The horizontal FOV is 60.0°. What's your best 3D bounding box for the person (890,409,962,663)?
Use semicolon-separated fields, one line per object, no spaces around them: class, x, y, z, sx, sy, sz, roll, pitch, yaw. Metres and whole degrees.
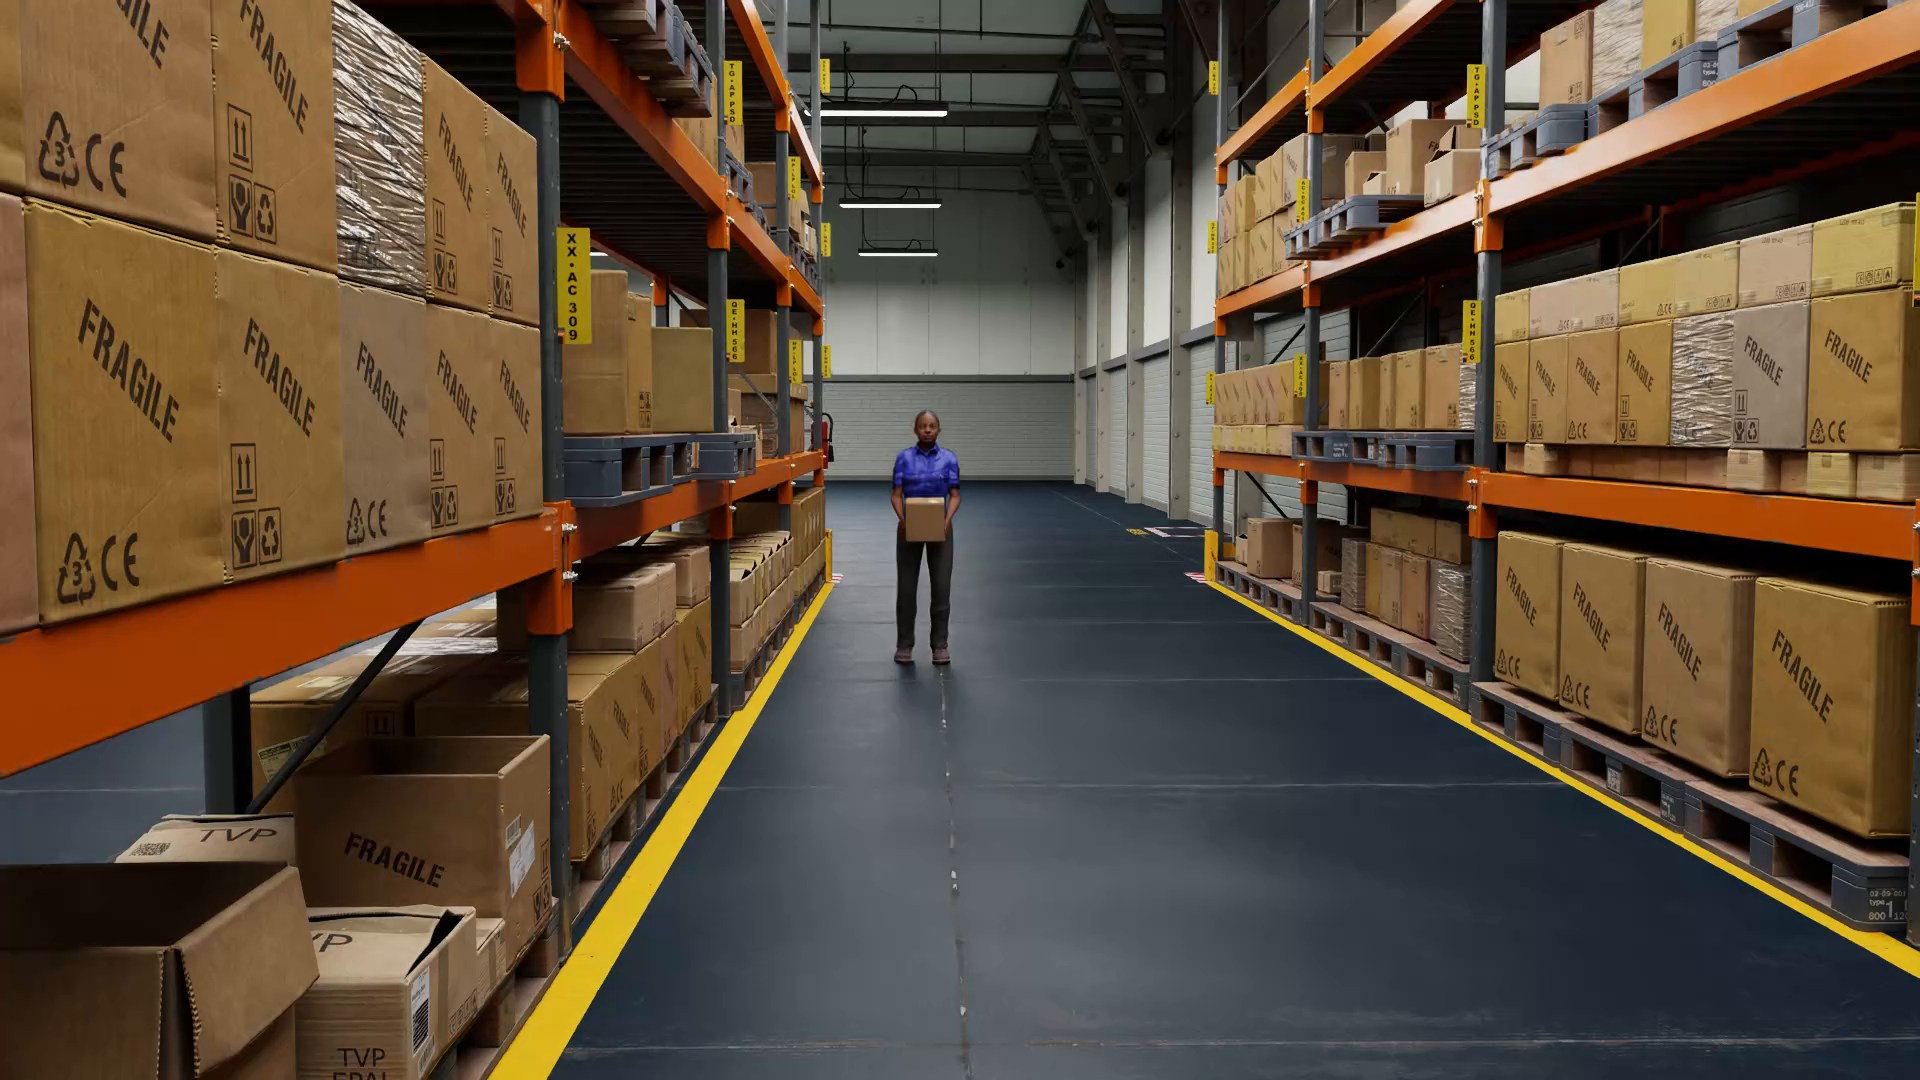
person;-0.223;-0.026;10.895;0.470;1.659;0.475;0;4;-1
